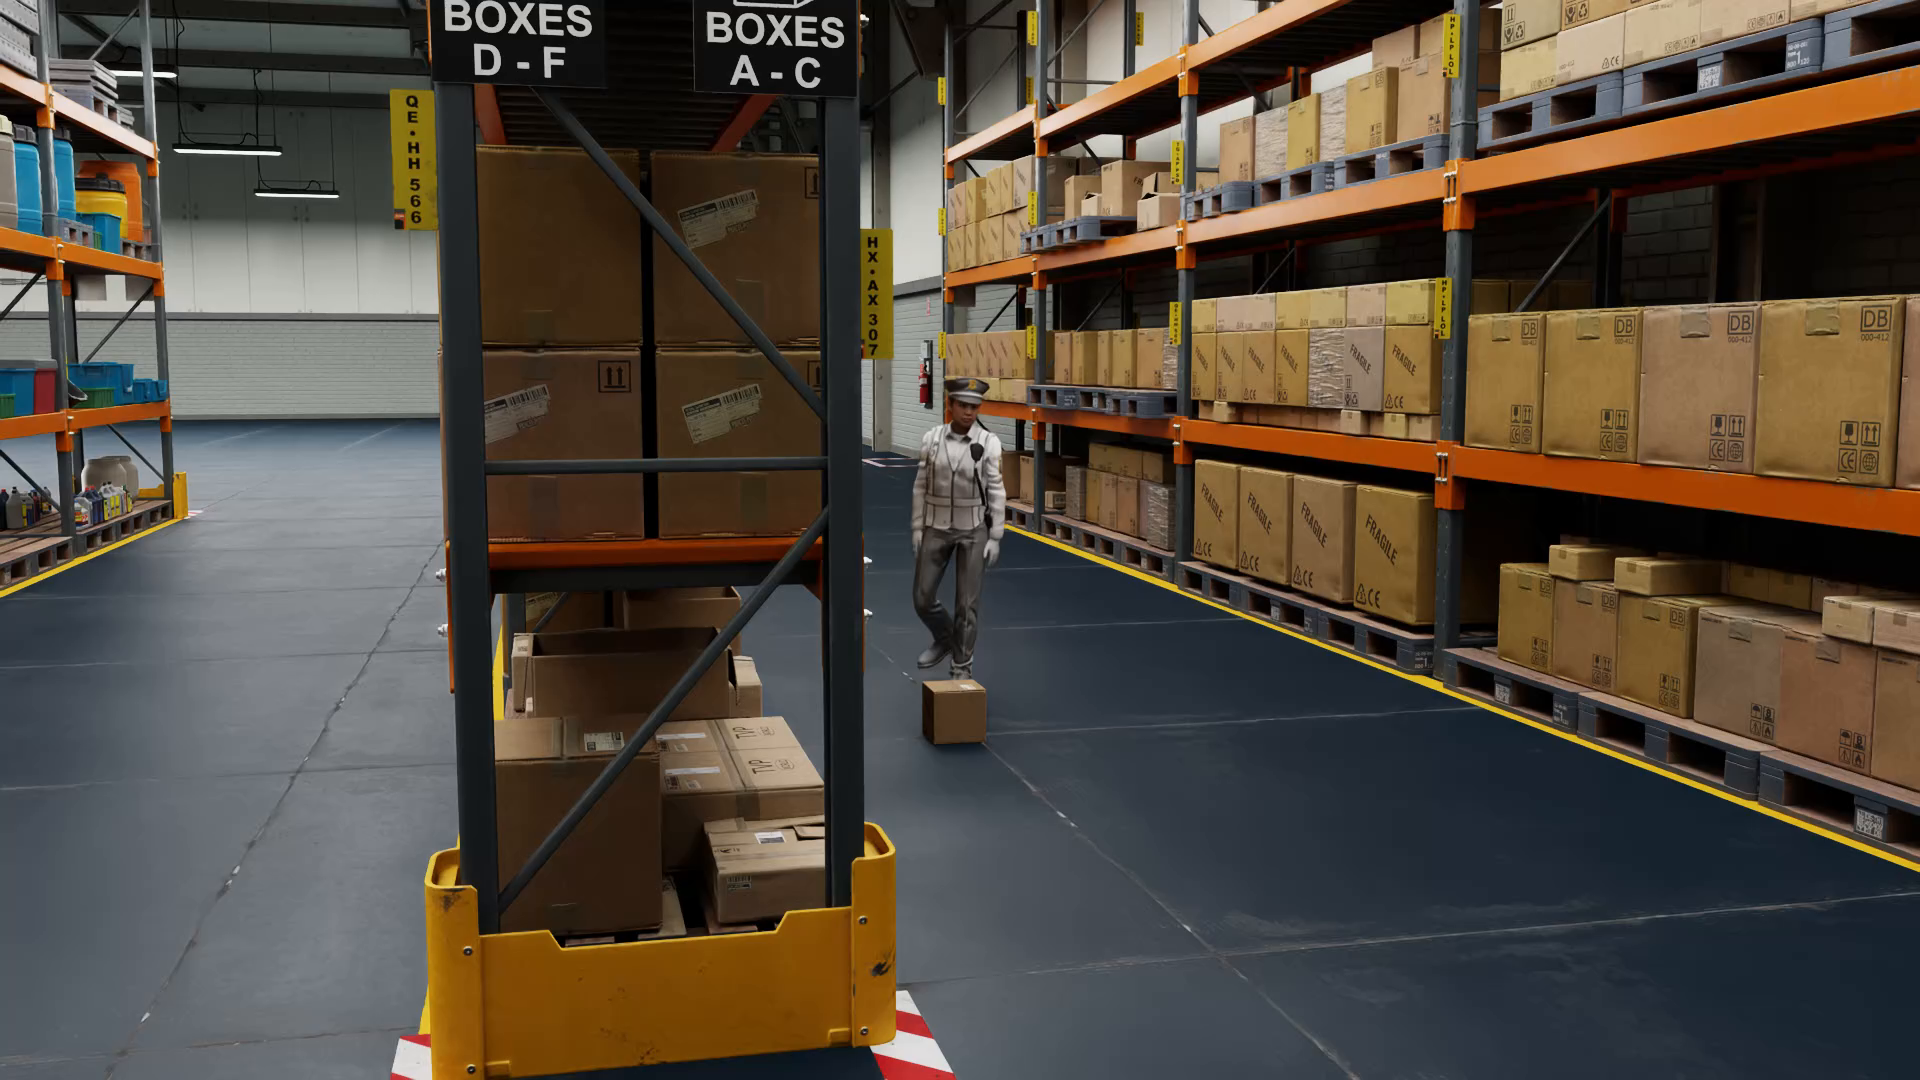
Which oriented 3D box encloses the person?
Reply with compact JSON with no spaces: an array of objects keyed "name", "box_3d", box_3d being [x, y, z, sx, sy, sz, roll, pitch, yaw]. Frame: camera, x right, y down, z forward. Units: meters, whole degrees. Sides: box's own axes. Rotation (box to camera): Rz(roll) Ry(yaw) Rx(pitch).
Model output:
[{"name":"person","box_3d":[0.000,-0.035,8.912,0.525,1.669,0.547,1,6,11]}]
